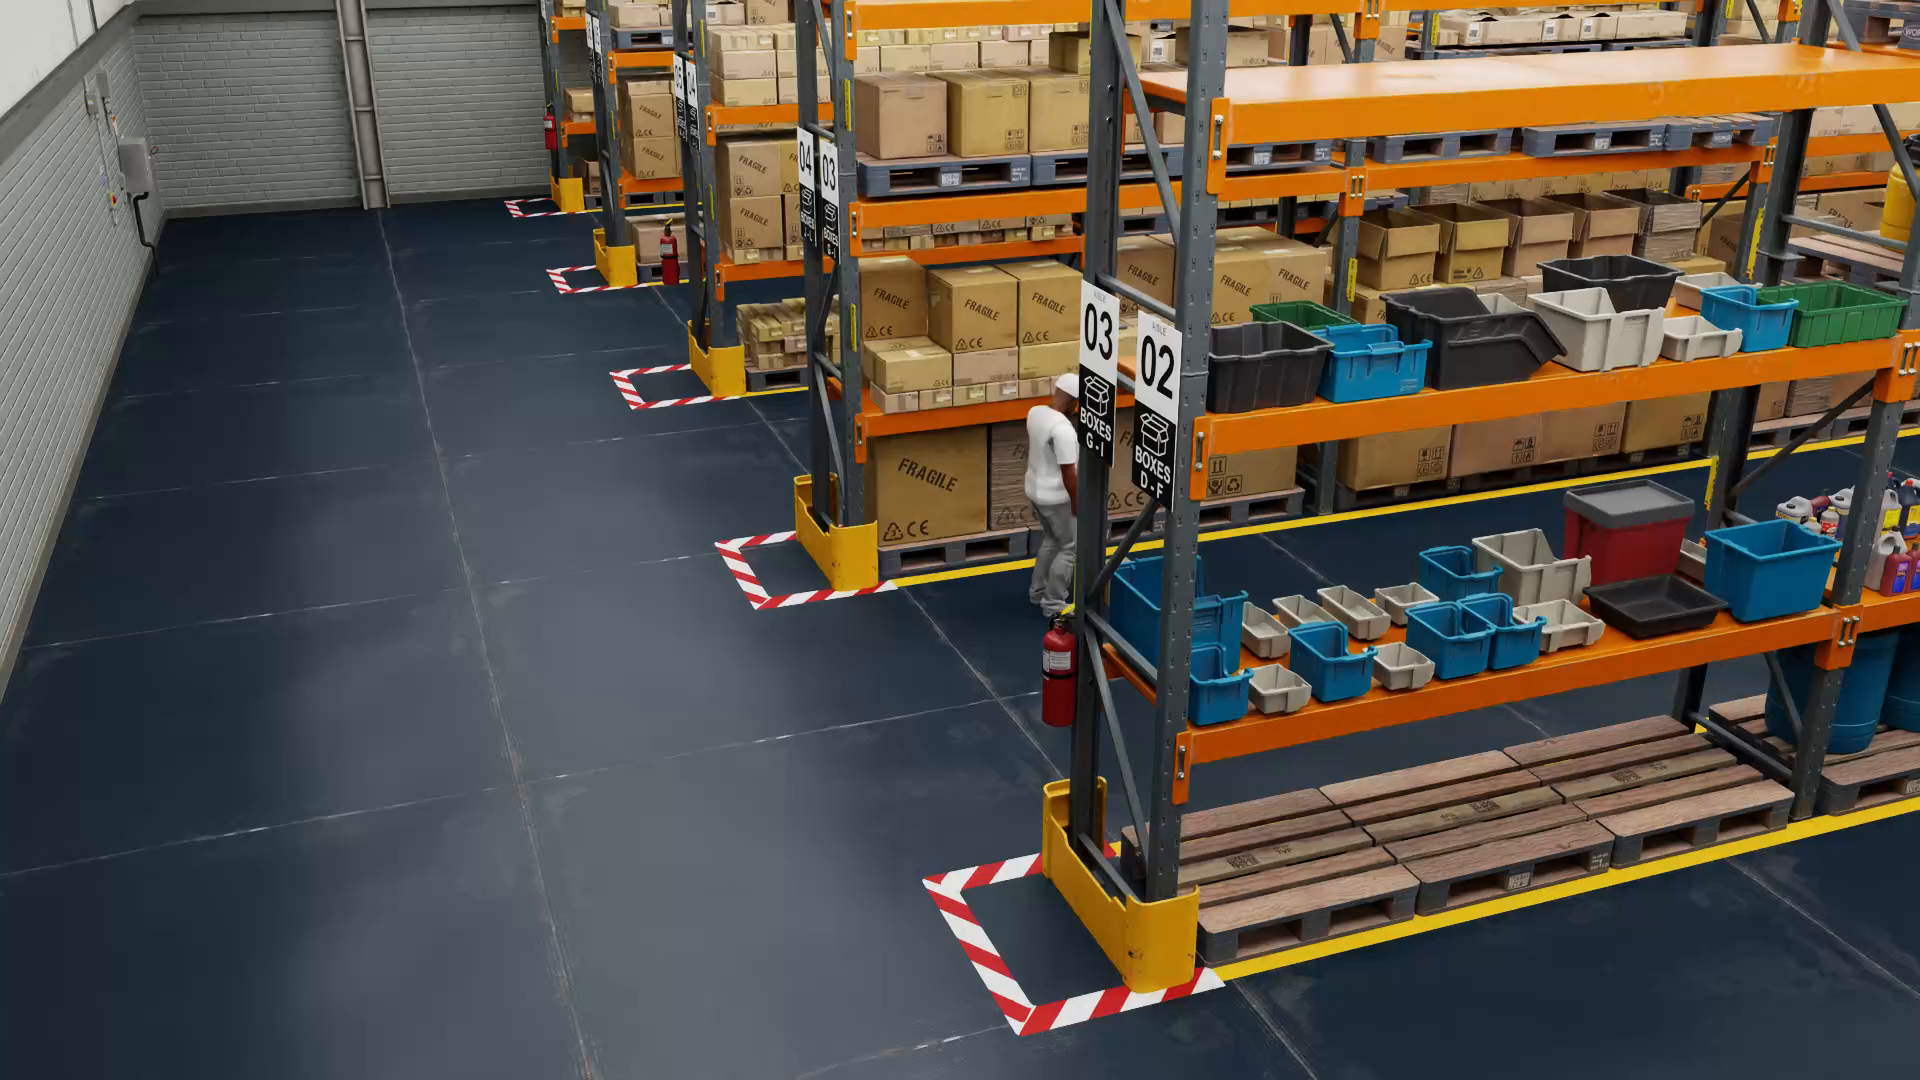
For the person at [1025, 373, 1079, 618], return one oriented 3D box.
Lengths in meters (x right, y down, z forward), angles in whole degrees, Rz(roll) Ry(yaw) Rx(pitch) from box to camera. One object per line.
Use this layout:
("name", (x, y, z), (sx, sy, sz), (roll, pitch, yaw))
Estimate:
("person", (0.683, -0.328, 11.659), (0.437, 1.725, 0.588), (-8, 24, -18))
